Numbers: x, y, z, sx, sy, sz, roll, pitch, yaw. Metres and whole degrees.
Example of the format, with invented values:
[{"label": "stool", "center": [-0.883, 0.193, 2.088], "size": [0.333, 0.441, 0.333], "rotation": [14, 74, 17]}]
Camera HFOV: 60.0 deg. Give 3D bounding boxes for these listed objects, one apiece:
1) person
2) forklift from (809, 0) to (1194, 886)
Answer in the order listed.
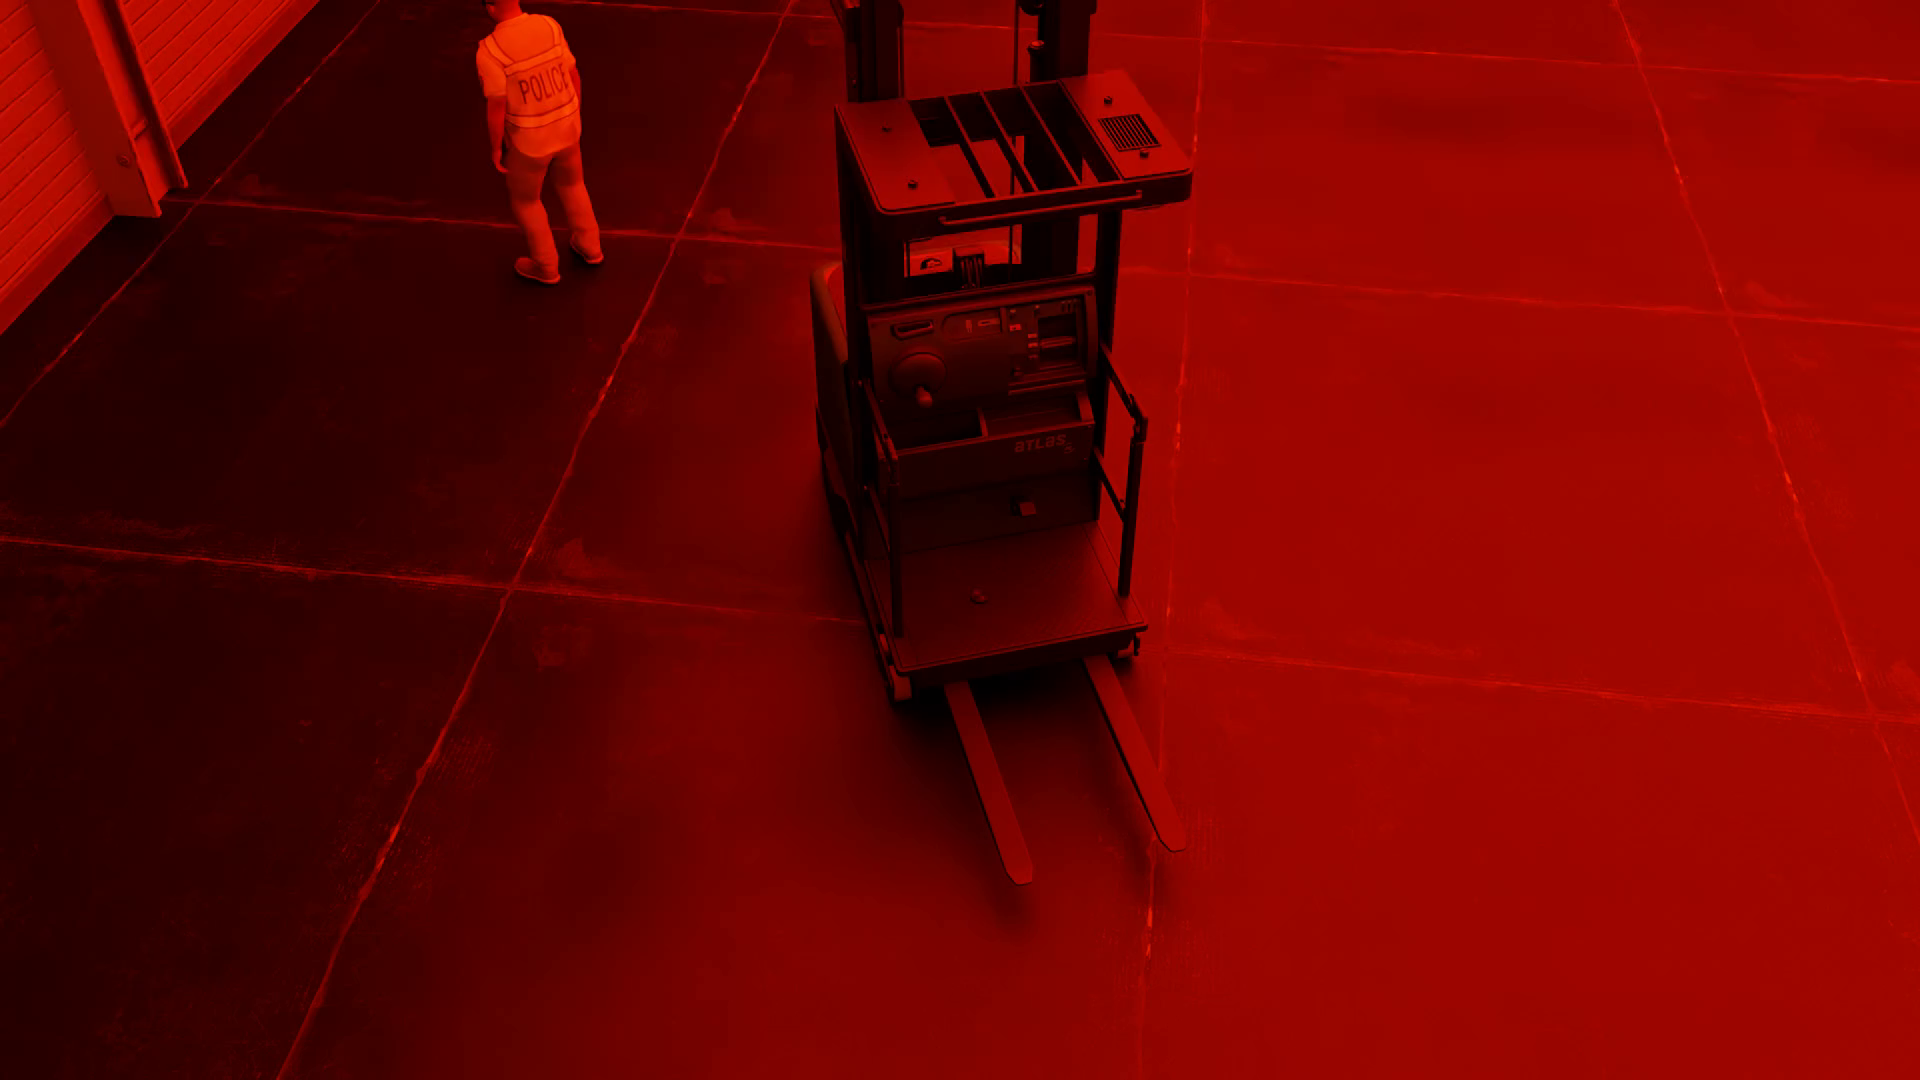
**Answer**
[{"label": "person", "center": [-2.284, -2.204, 8.998], "size": [0.585, 1.747, 0.440], "rotation": [-34, 52, -31]}, {"label": "forklift", "center": [0.153, -0.681, 6.465], "size": [1.130, 2.935, 3.031], "rotation": [-10, 44, -11]}]
